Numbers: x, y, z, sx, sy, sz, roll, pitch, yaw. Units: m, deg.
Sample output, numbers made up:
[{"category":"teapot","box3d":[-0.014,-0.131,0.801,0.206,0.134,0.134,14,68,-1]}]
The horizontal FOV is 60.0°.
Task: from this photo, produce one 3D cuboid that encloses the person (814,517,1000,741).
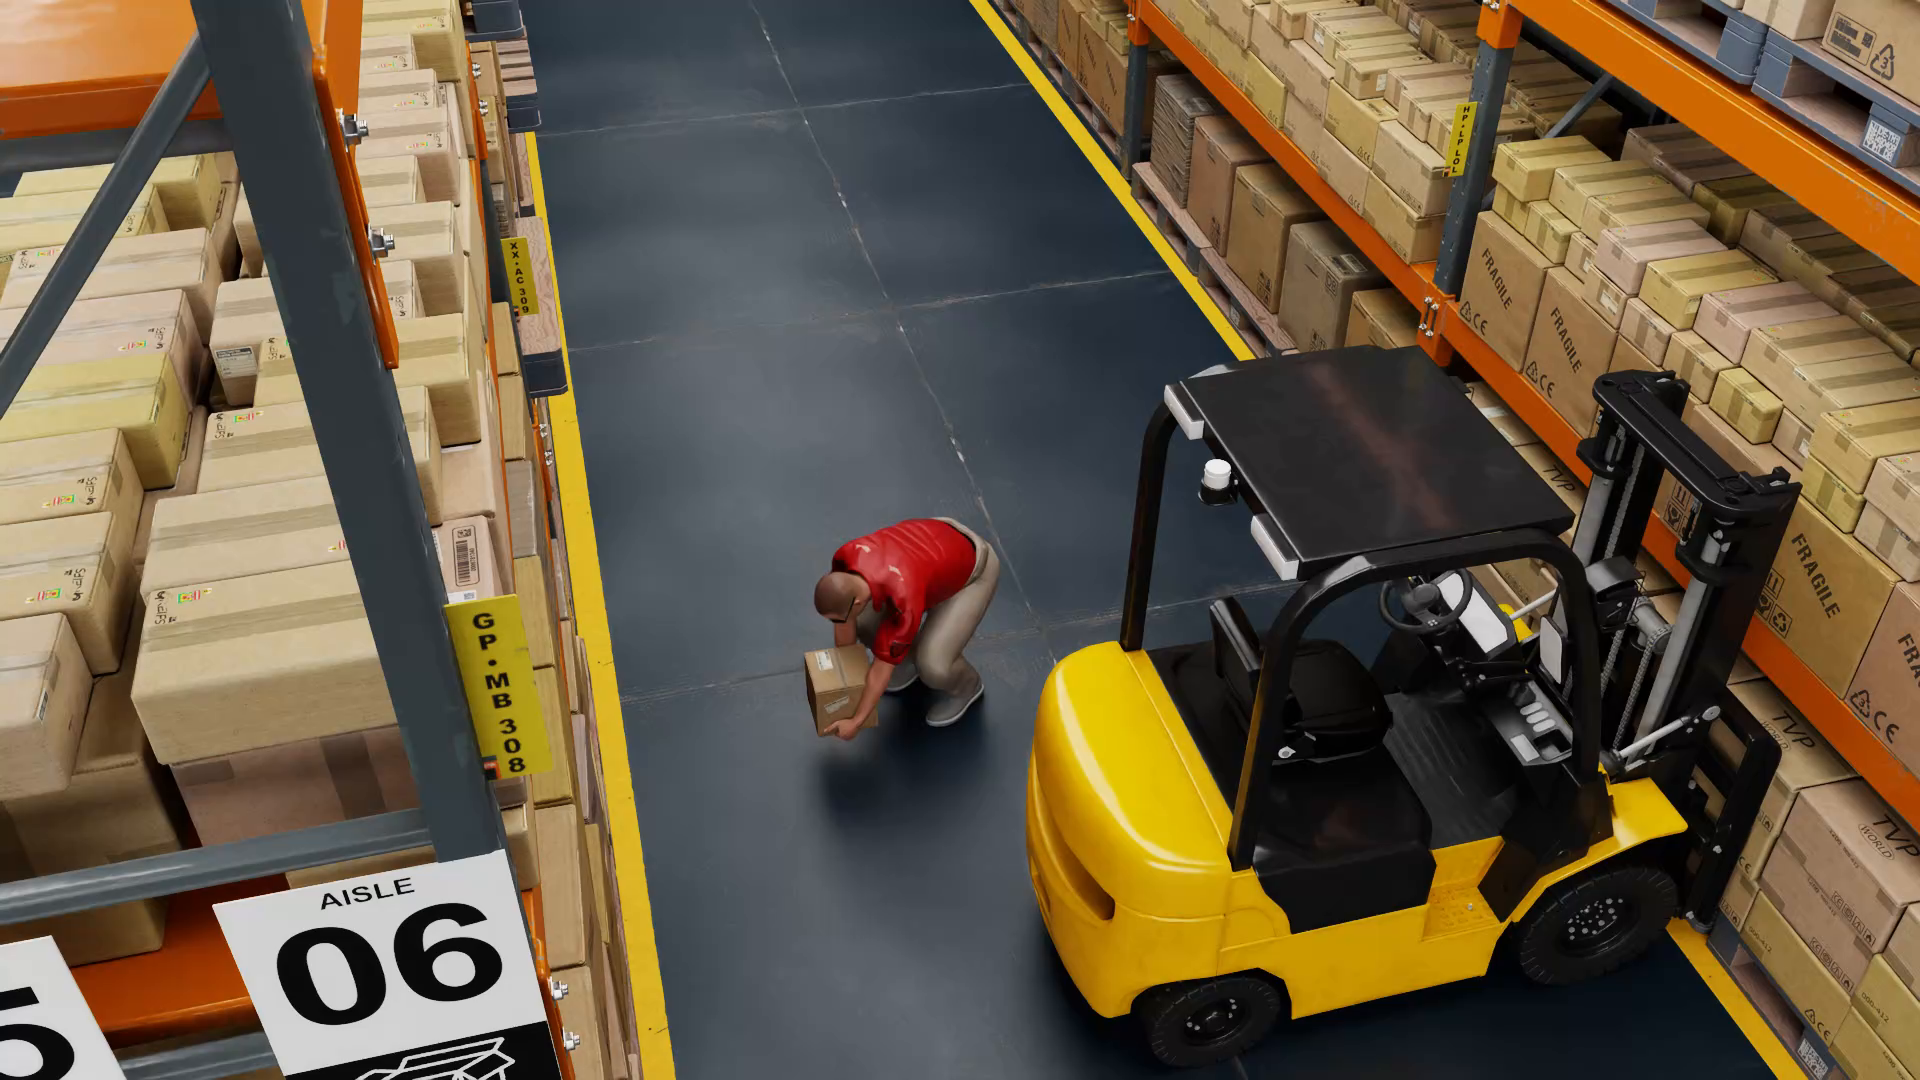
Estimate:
[{"category":"person","box3d":[-0.245,0.359,6.892,0.544,0.967,0.965,31,48,34]}]
